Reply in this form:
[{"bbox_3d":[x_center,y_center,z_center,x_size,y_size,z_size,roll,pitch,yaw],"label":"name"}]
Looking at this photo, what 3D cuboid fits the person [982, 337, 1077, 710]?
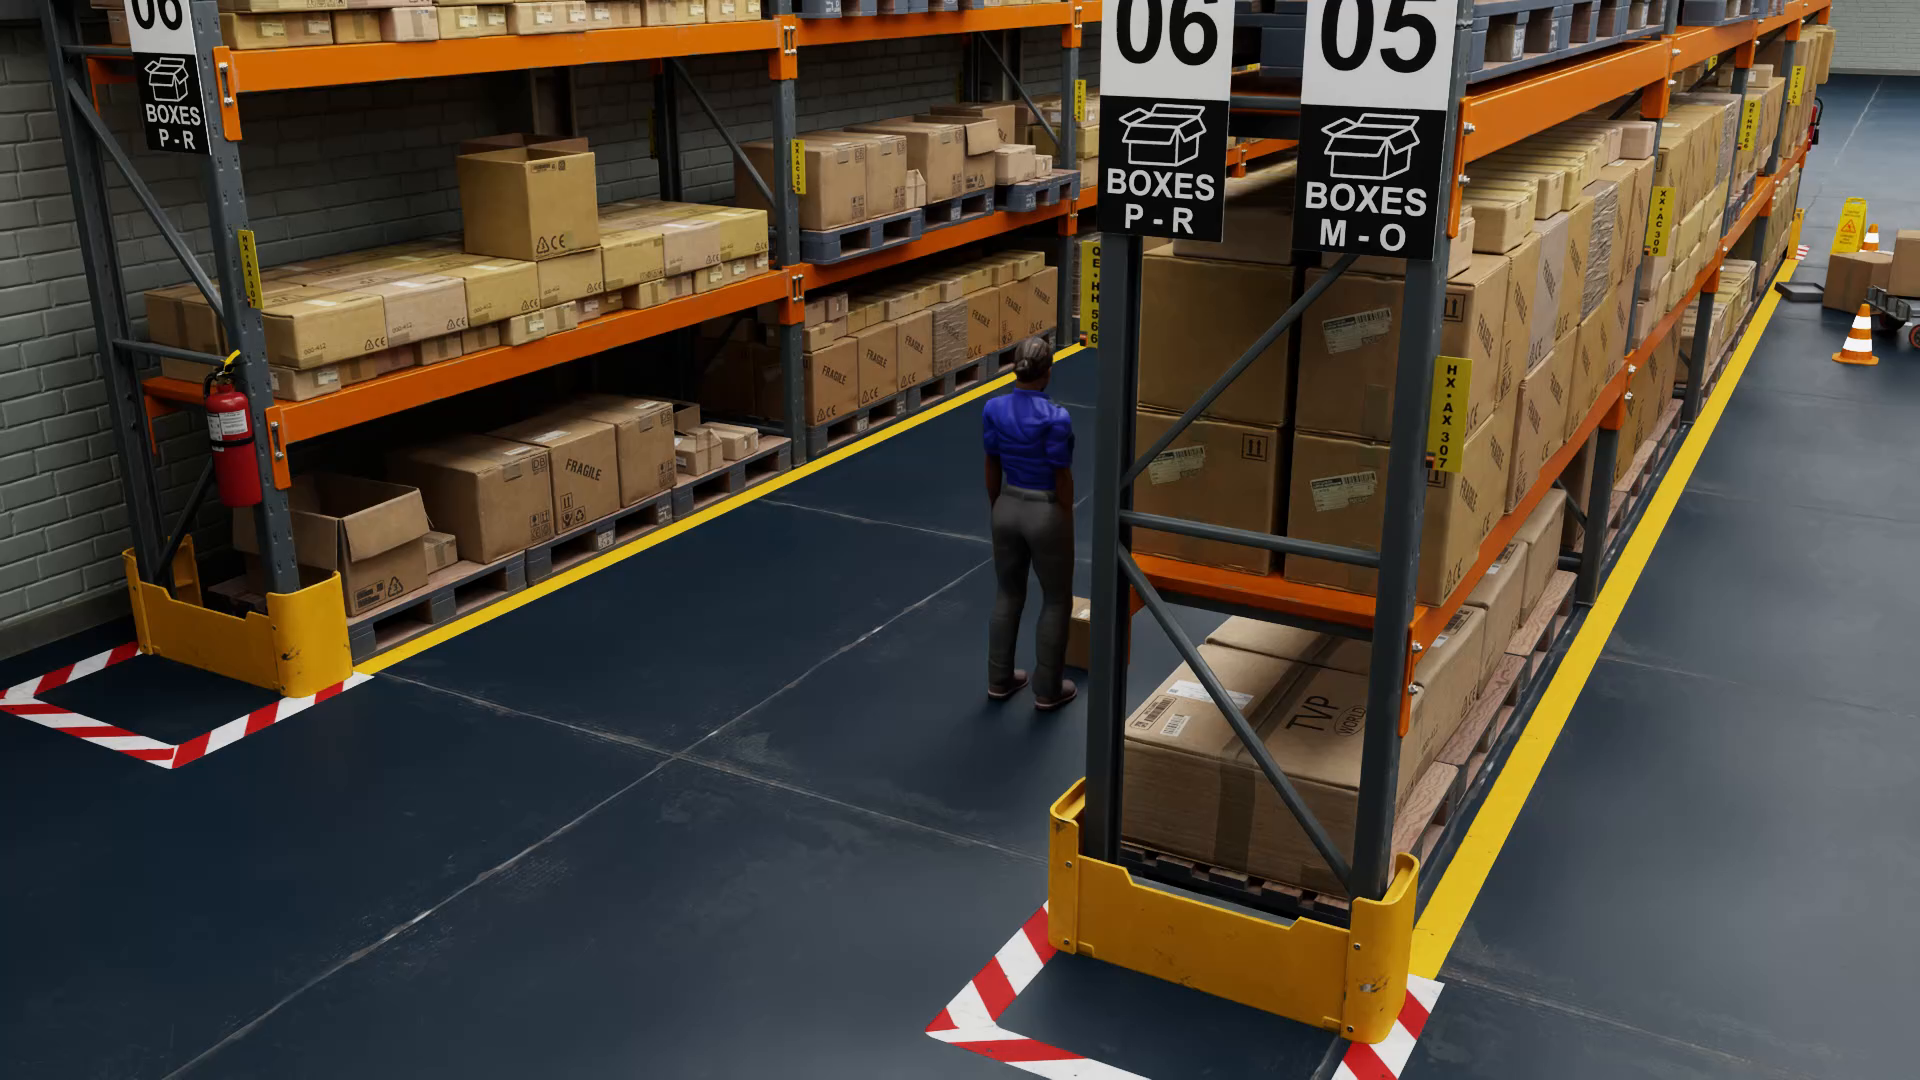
[{"bbox_3d":[0.304,-0.072,7.304,0.440,1.649,0.306,12,23,30],"label":"person"}]
